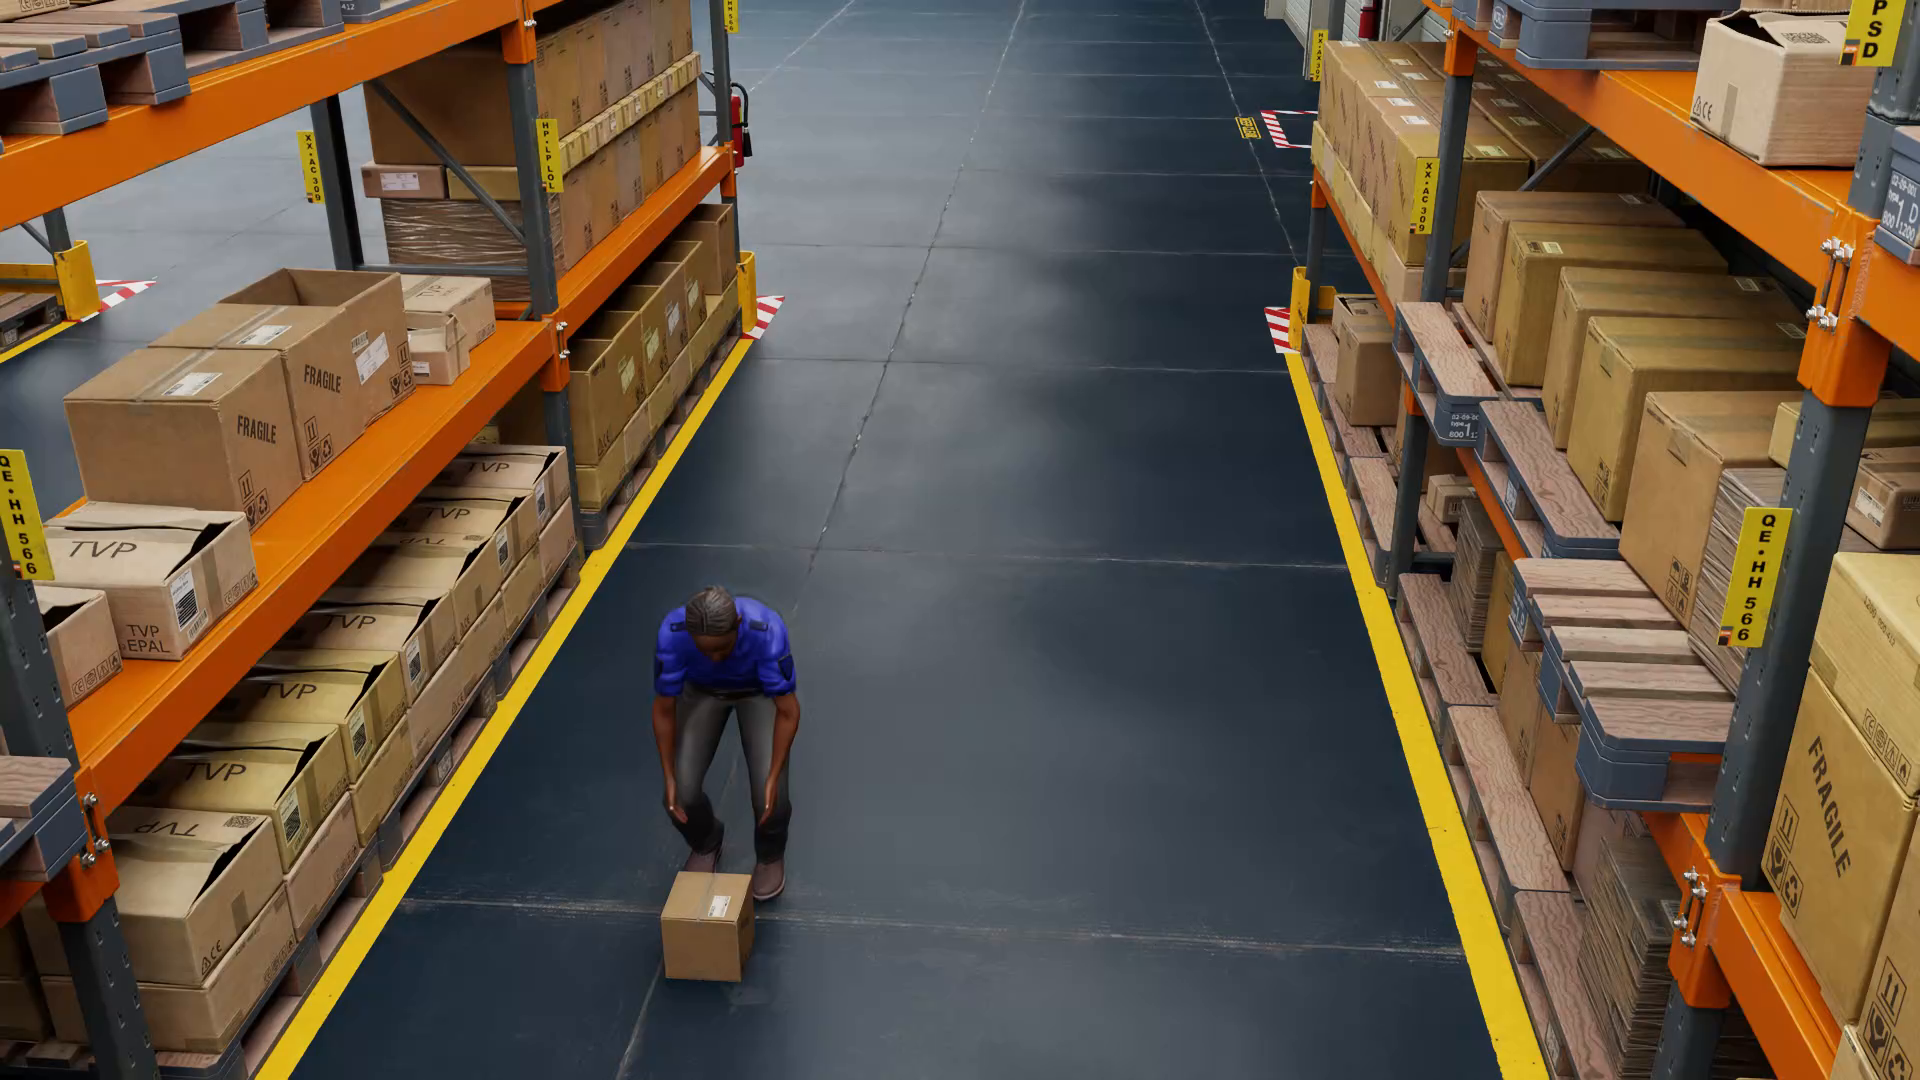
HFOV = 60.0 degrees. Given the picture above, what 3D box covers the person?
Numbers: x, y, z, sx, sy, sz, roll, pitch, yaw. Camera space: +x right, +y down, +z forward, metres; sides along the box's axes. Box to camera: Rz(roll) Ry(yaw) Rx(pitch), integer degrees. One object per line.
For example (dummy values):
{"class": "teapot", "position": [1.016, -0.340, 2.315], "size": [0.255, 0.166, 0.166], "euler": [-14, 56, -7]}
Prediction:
{"class": "person", "position": [-0.769, 0.641, 5.682], "size": [0.497, 1.277, 0.684], "euler": [2, 25, 4]}
